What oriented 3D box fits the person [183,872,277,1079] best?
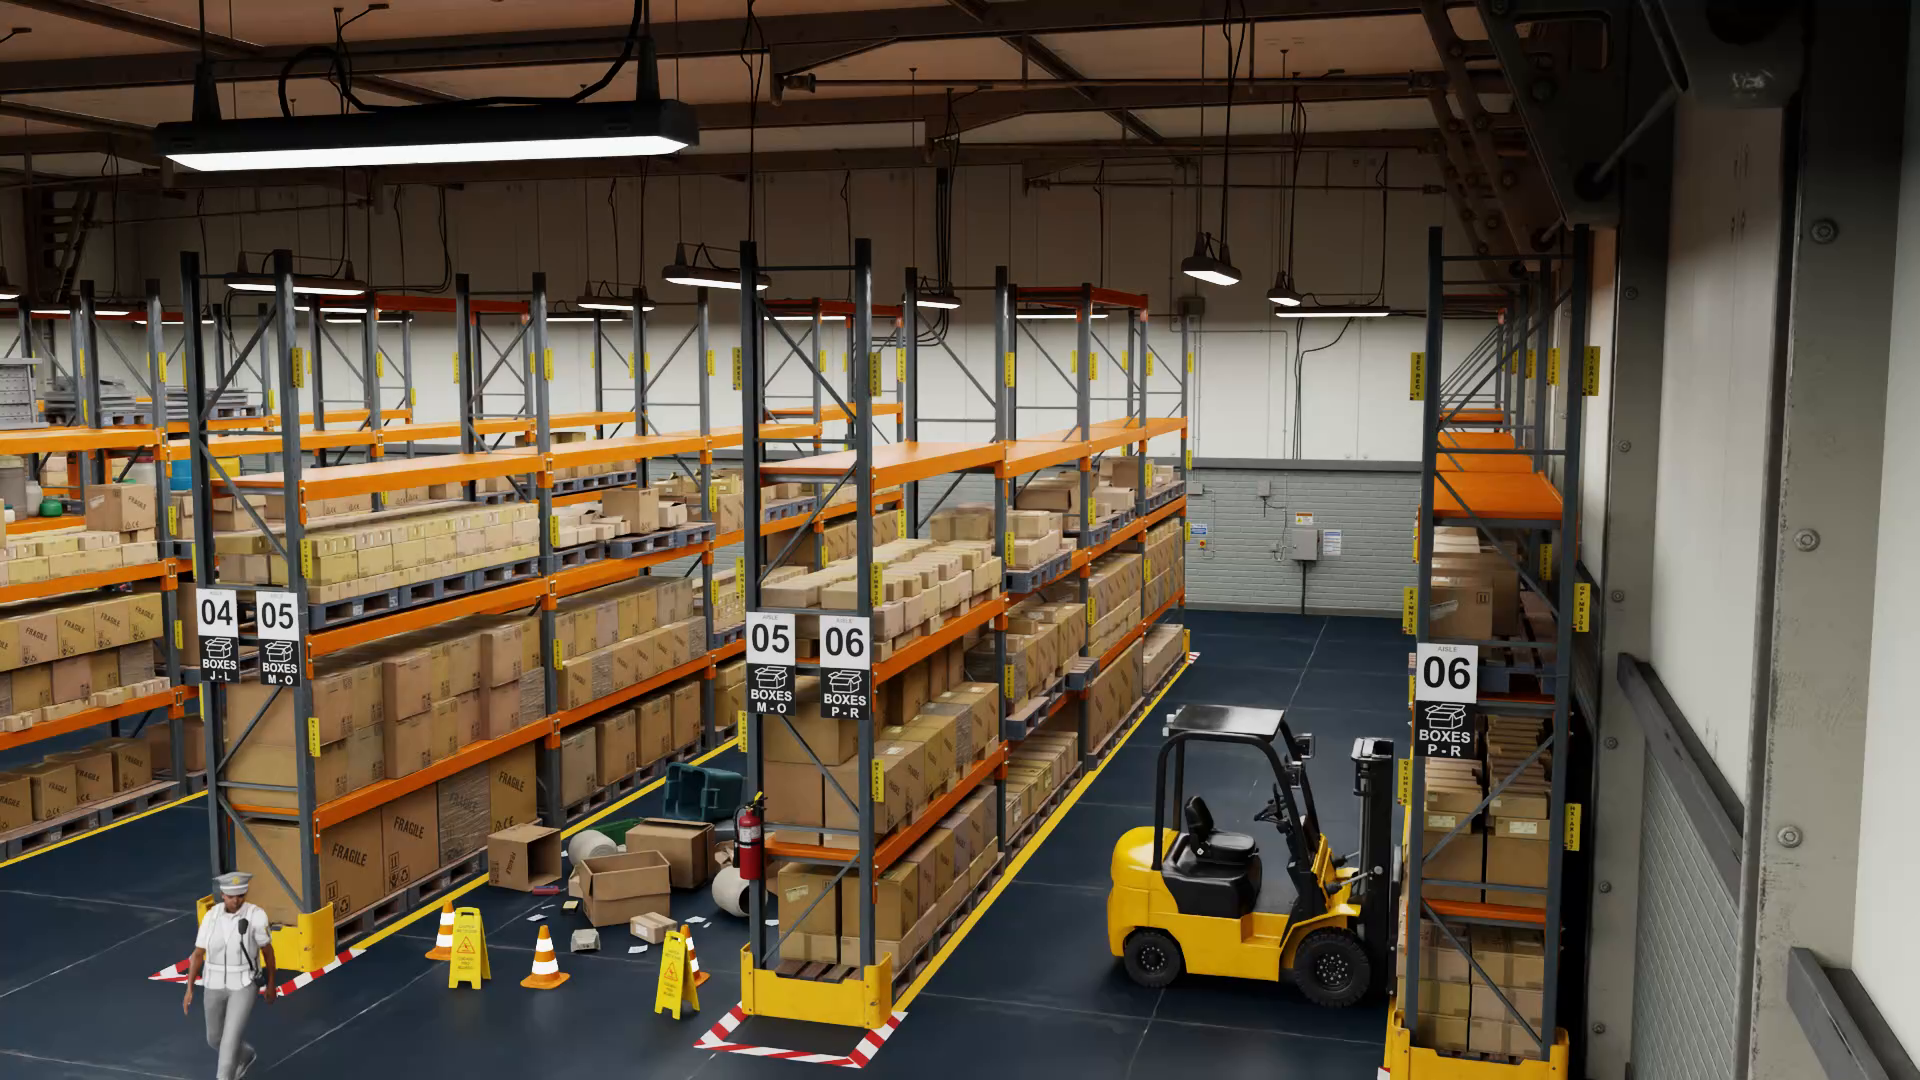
[{"bbox_3d":[-5.021,3.080,11.458,0.527,1.619,0.904,-1,6,-5],"label":"person"}]
